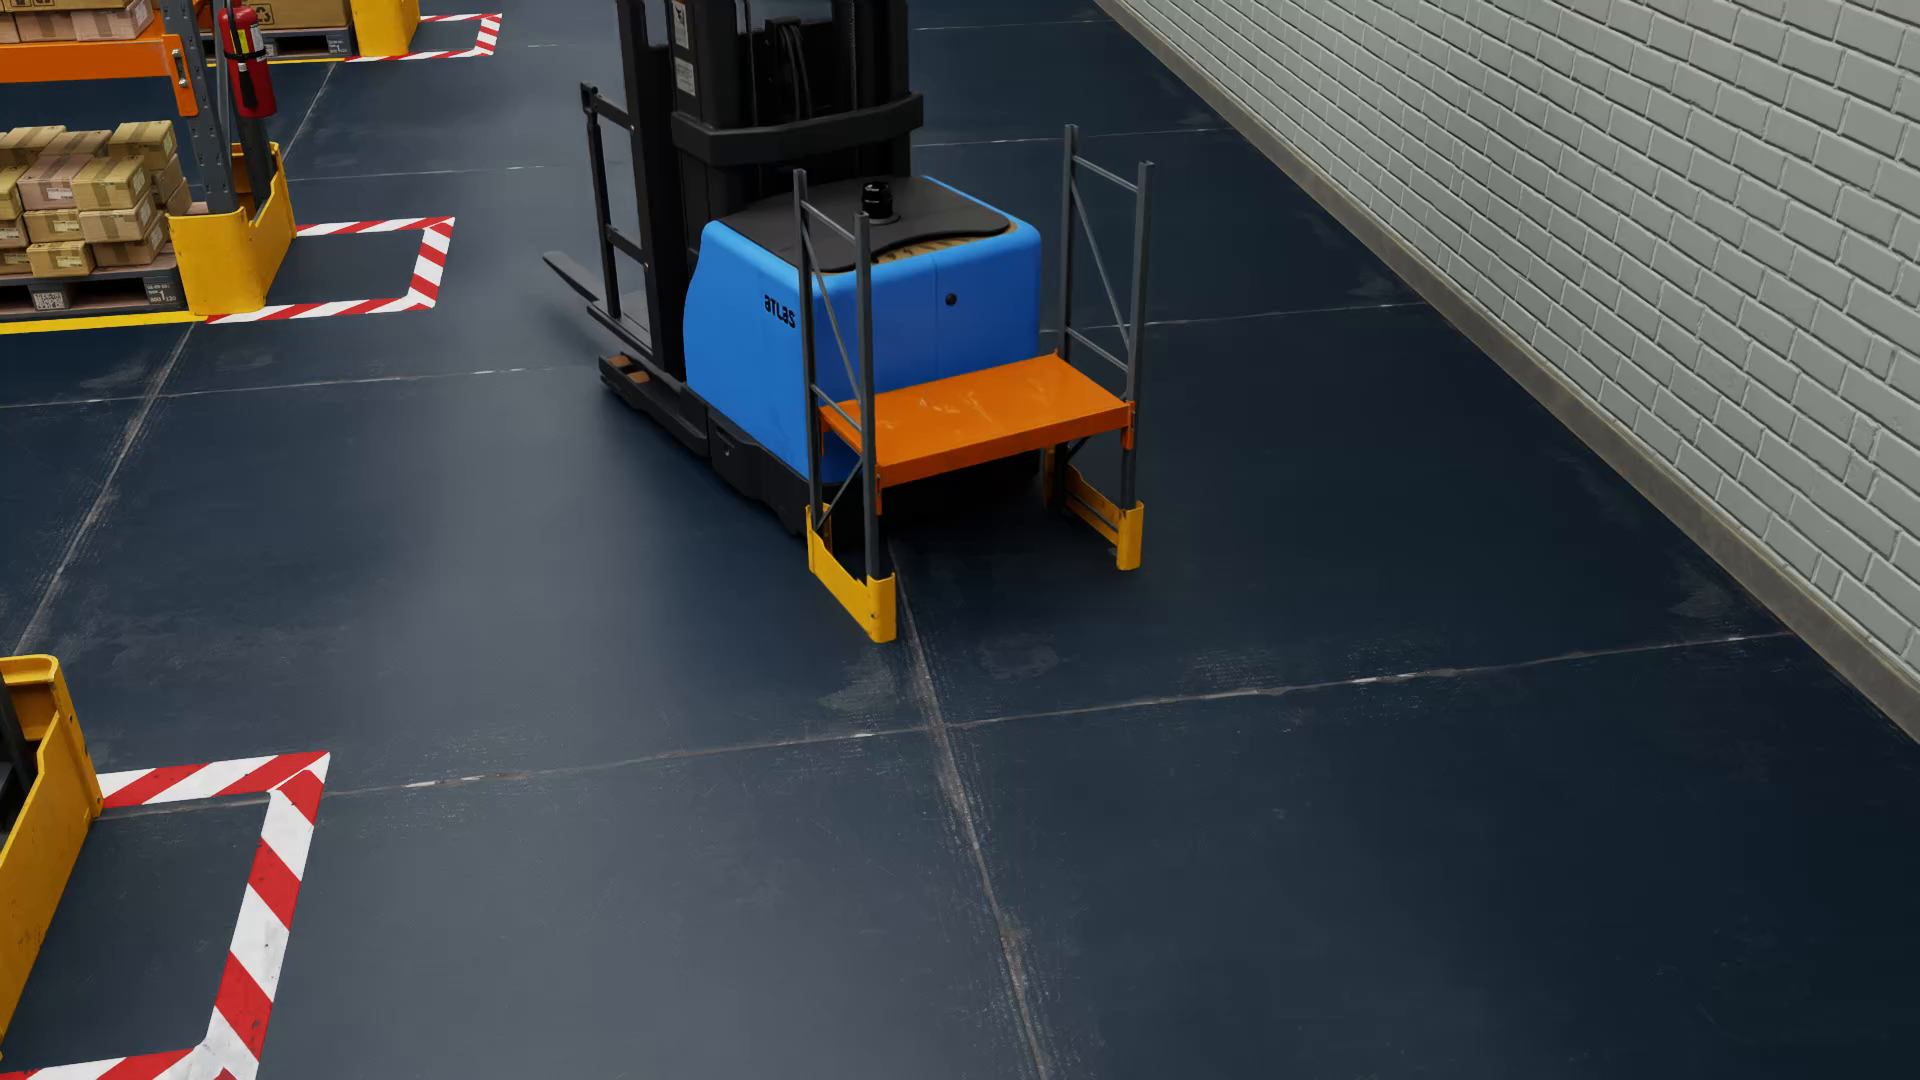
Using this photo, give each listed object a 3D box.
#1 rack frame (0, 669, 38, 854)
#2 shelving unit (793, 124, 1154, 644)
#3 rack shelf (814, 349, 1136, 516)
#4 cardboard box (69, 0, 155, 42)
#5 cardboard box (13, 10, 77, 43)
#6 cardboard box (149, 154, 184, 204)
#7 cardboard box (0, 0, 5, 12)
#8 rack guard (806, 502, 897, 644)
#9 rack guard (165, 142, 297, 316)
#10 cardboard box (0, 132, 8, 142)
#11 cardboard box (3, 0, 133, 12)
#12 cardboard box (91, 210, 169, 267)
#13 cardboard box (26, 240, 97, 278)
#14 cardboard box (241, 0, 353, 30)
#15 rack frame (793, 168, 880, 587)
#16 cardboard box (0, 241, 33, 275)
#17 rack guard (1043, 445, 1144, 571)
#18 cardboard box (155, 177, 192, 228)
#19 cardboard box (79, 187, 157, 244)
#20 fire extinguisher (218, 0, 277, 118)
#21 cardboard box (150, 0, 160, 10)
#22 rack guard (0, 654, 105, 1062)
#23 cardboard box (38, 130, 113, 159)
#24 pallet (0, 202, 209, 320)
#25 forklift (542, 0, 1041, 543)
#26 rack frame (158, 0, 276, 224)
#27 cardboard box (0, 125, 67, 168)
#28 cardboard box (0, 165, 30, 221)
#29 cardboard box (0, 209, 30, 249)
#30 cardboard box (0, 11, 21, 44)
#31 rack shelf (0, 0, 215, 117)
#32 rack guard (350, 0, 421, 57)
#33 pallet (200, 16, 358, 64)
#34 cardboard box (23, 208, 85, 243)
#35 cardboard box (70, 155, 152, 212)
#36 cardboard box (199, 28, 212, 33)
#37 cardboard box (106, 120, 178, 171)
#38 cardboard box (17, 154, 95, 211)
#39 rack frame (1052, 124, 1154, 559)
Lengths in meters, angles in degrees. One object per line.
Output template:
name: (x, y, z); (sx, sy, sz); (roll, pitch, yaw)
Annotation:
rack frame: (-2.632, -0.234, 3.688); (0.127, 3.000, 1.000); (-5, 31, -9)
shelving unit: (0.054, -0.550, 5.707); (1.083, 1.500, 0.587); (-15, 34, -24)
rack shelf: (0.046, -0.393, 5.794); (1.000, 0.185, 0.538); (-15, 34, -24)
cardboard box: (-3.893, -2.414, 7.643); (0.250, 0.149, 0.380); (-5, 31, -9)
cardboard box: (-4.144, -2.410, 7.636); (0.250, 0.149, 0.380); (-5, 31, -9)
cardboard box: (-4.185, -1.853, 8.547); (0.250, 0.149, 0.380); (-4, 31, -7)
cardboard box: (-4.526, -2.650, 7.405); (0.500, 0.500, 0.500); (-6, 31, -10)
rack guard: (-0.384, 0.109, 5.819); (0.087, 0.250, 0.587); (-15, 34, -24)
rack guard: (-3.698, -1.608, 8.492); (0.348, 0.500, 1.175); (-5, 31, -9)
cardboard box: (-4.949, -1.914, 8.358); (0.250, 0.149, 0.380); (-7, 31, -11)
cardboard box: (-4.019, -2.695, 7.481); (0.500, 0.500, 0.500); (-5, 31, -8)
cardboard box: (-4.103, -1.493, 8.227); (0.250, 0.149, 0.380); (-5, 31, -8)
cardboard box: (-4.338, -1.419, 8.102); (0.250, 0.149, 0.380); (-4, 31, -7)
cardboard box: (-5.032, -4.342, 12.356); (0.875, 0.875, 0.875); (-5, 31, -9)
rack frame: (-0.401, -0.425, 5.494); (0.032, 1.500, 0.500); (-15, 34, -24)
cardboard box: (-4.613, -1.437, 8.134); (0.250, 0.149, 0.380); (-5, 31, -9)
rack guard: (0.492, -0.132, 6.228); (0.087, 0.250, 0.587); (-15, 34, -24)
cardboard box: (-4.196, -1.756, 8.676); (0.250, 0.149, 0.380); (-5, 31, -8)
cardboard box: (-4.091, -1.582, 8.087); (0.250, 0.149, 0.380); (-6, 31, -10)
fire extinguisher: (-3.292, -2.291, 7.632); (0.183, 0.674, 0.296); (-5, 31, -9)
cardboard box: (-4.001, -2.718, 8.161); (0.250, 0.149, 0.380); (-6, 31, -9)
rack guard: (-2.608, 0.842, 4.326); (0.348, 0.500, 1.175); (-5, 31, -9)
cardboard box: (-4.449, -1.937, 8.397); (0.250, 0.149, 0.380); (-5, 31, -8)
pallet: (-4.503, -1.427, 8.469); (1.213, 0.211, 1.003); (-5, 31, -9)
forklift: (-0.933, -1.952, 6.677); (1.130, 2.935, 3.031); (-19, 36, -29)
rack frame: (-3.623, -2.693, 7.870); (0.127, 3.000, 1.000); (-5, 31, -9)
cardboard box: (-4.720, -1.978, 8.467); (0.250, 0.149, 0.380); (-5, 31, -9)
cardboard box: (-4.587, -1.645, 7.900); (0.250, 0.149, 0.380); (-6, 31, -10)
cardboard box: (-4.602, -1.534, 8.004); (0.250, 0.149, 0.380); (-7, 31, -11)
cardboard box: (-4.388, -2.379, 7.585); (0.250, 0.149, 0.380); (-6, 31, -9)
rack shelf: (-5.590, -2.200, 7.742); (4.000, 0.370, 1.077); (-5, 31, -9)
rack guard: (-4.393, -4.099, 12.728); (0.348, 0.500, 1.175); (-5, 31, -9)
pallet: (-5.189, -3.861, 12.607); (1.213, 0.211, 1.003); (-5, 31, -9)
cardboard box: (-4.358, -1.585, 8.092); (0.250, 0.149, 0.380); (-6, 31, -10)
cardboard box: (-4.098, -1.726, 8.038); (0.250, 0.149, 0.380); (-5, 31, -8)
cardboard box: (-5.927, -4.258, 12.215); (0.875, 0.875, 0.875); (-5, 31, -9)
cardboard box: (-4.200, -2.023, 8.542); (0.250, 0.149, 0.380); (-7, 31, -11)
cardboard box: (-4.356, -1.732, 8.048); (0.250, 0.149, 0.380); (-5, 31, -8)
rack frame: (0.493, -0.671, 5.912); (0.032, 1.500, 0.500); (-15, 34, -24)
